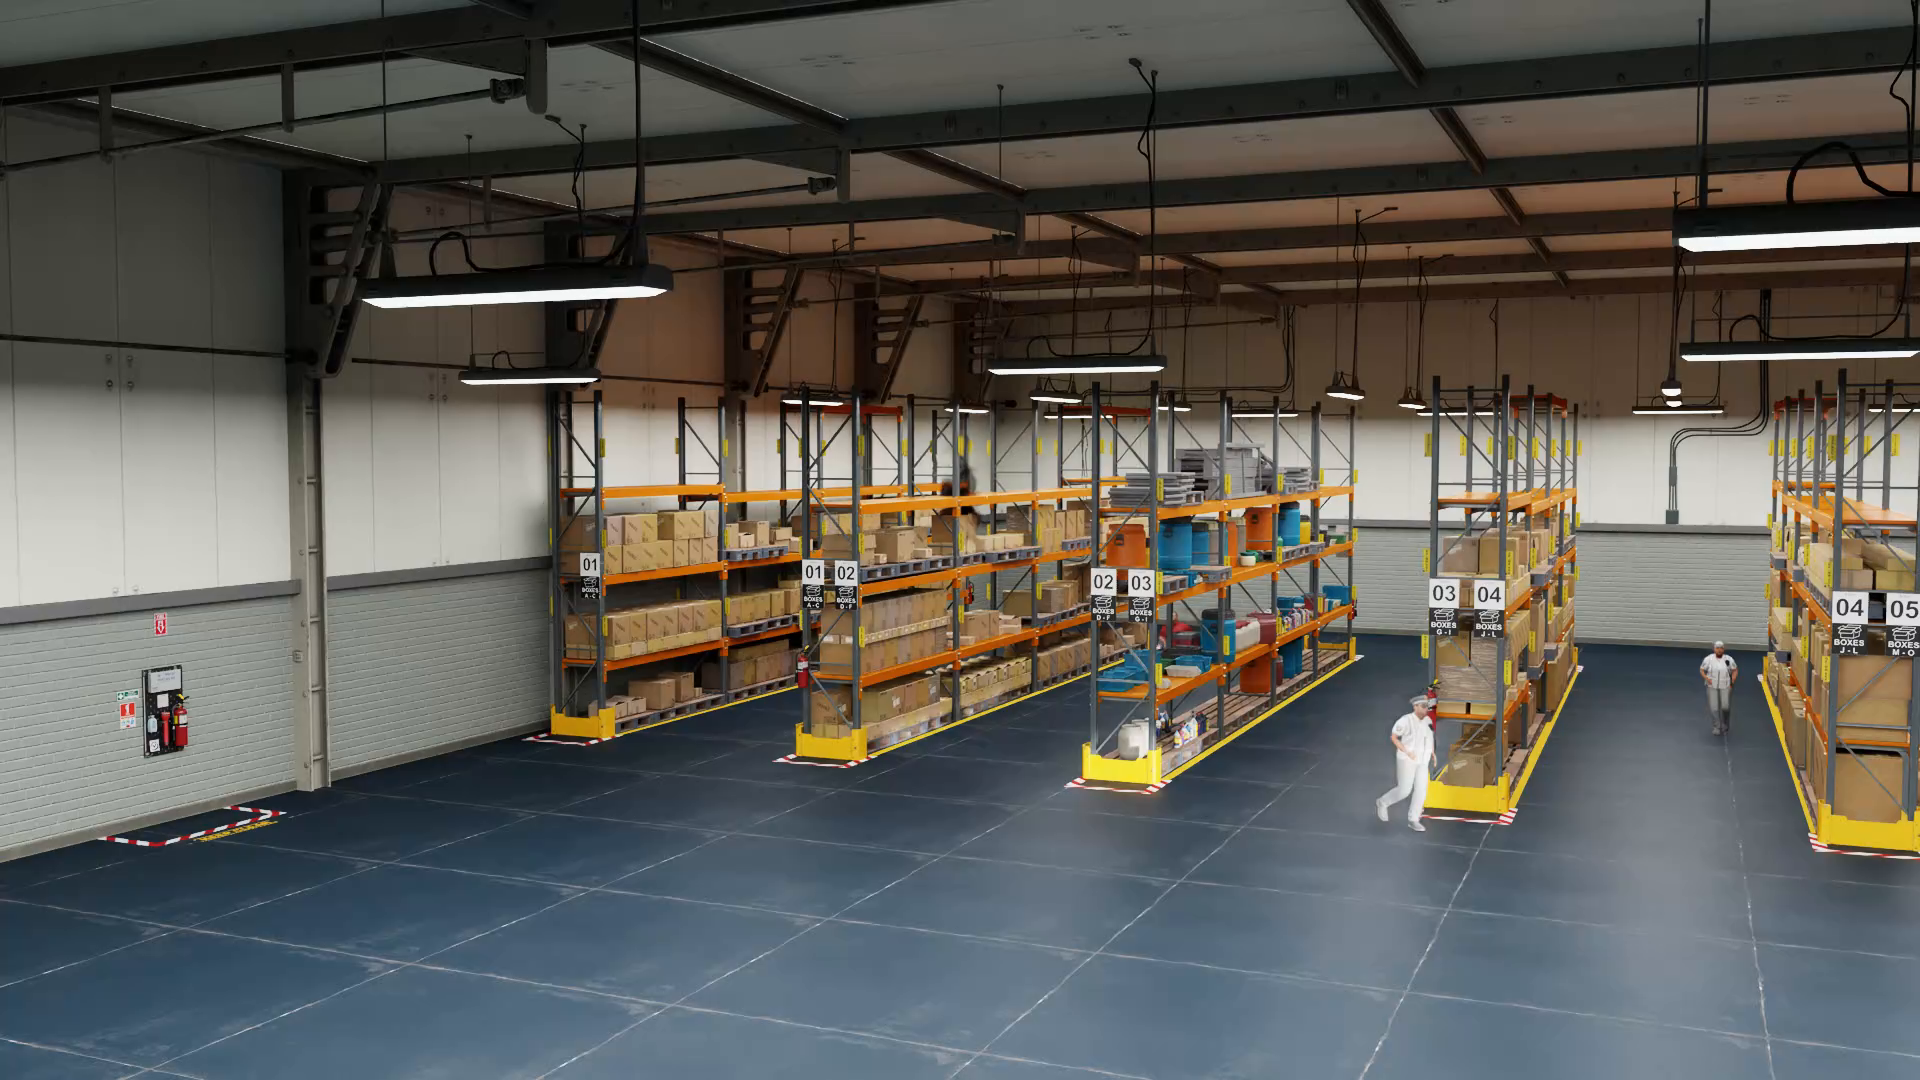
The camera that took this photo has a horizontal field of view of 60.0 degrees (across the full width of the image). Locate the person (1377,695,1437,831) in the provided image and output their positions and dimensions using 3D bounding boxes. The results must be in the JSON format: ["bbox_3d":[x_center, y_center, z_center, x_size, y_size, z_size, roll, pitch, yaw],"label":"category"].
[{"bbox_3d":[6.018,2.912,22.015,0.722,1.744,0.797,-1,3,-24],"label":"person"}]

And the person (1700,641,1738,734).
[{"bbox_3d":[13.246,2.585,29.055,0.609,1.632,0.536,1,3,25],"label":"person"}]

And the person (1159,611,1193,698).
[{"bbox_3d":[4.335,2.316,33.613,0.670,1.773,0.767,2,4,28],"label":"person"}]
